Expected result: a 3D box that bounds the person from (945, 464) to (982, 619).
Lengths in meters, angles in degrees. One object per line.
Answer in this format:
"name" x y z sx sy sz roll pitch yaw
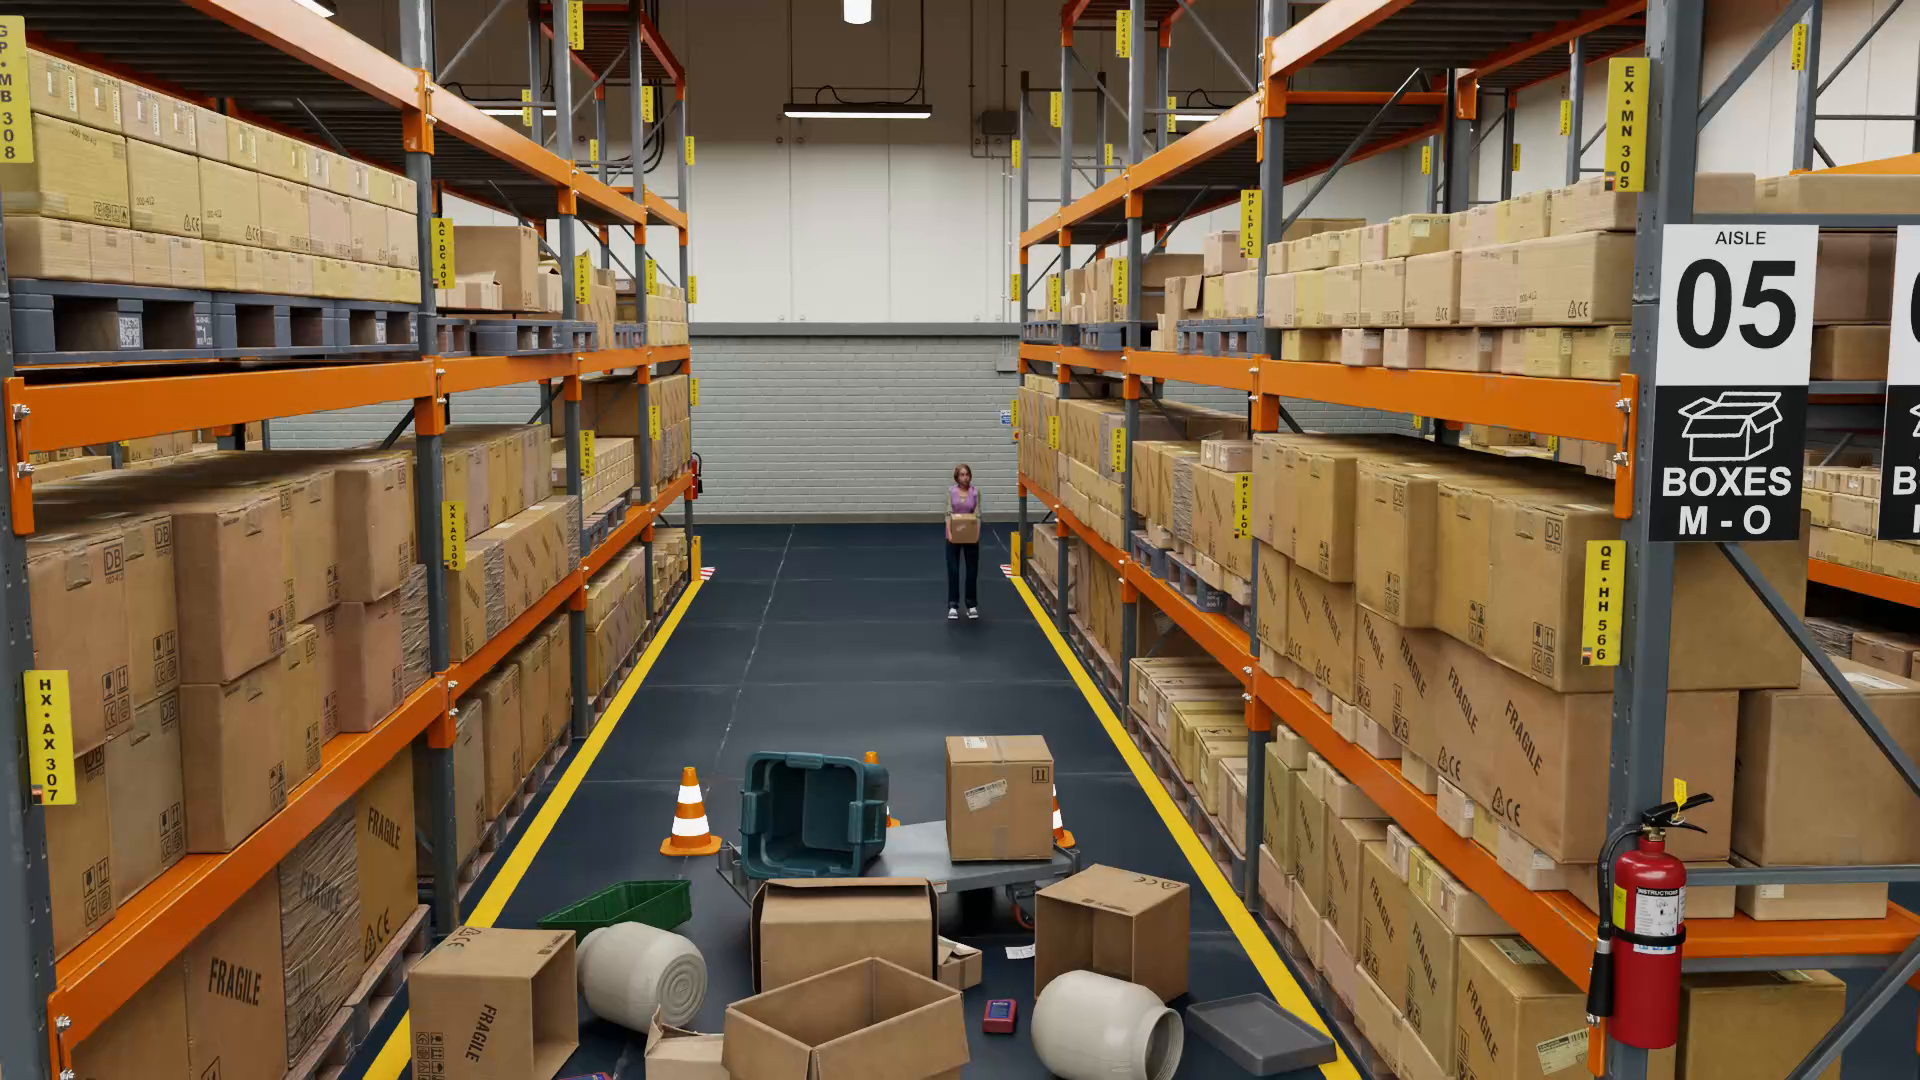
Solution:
"person" 0.029 0.020 17.157 0.379 1.598 0.497 0 7 -4
